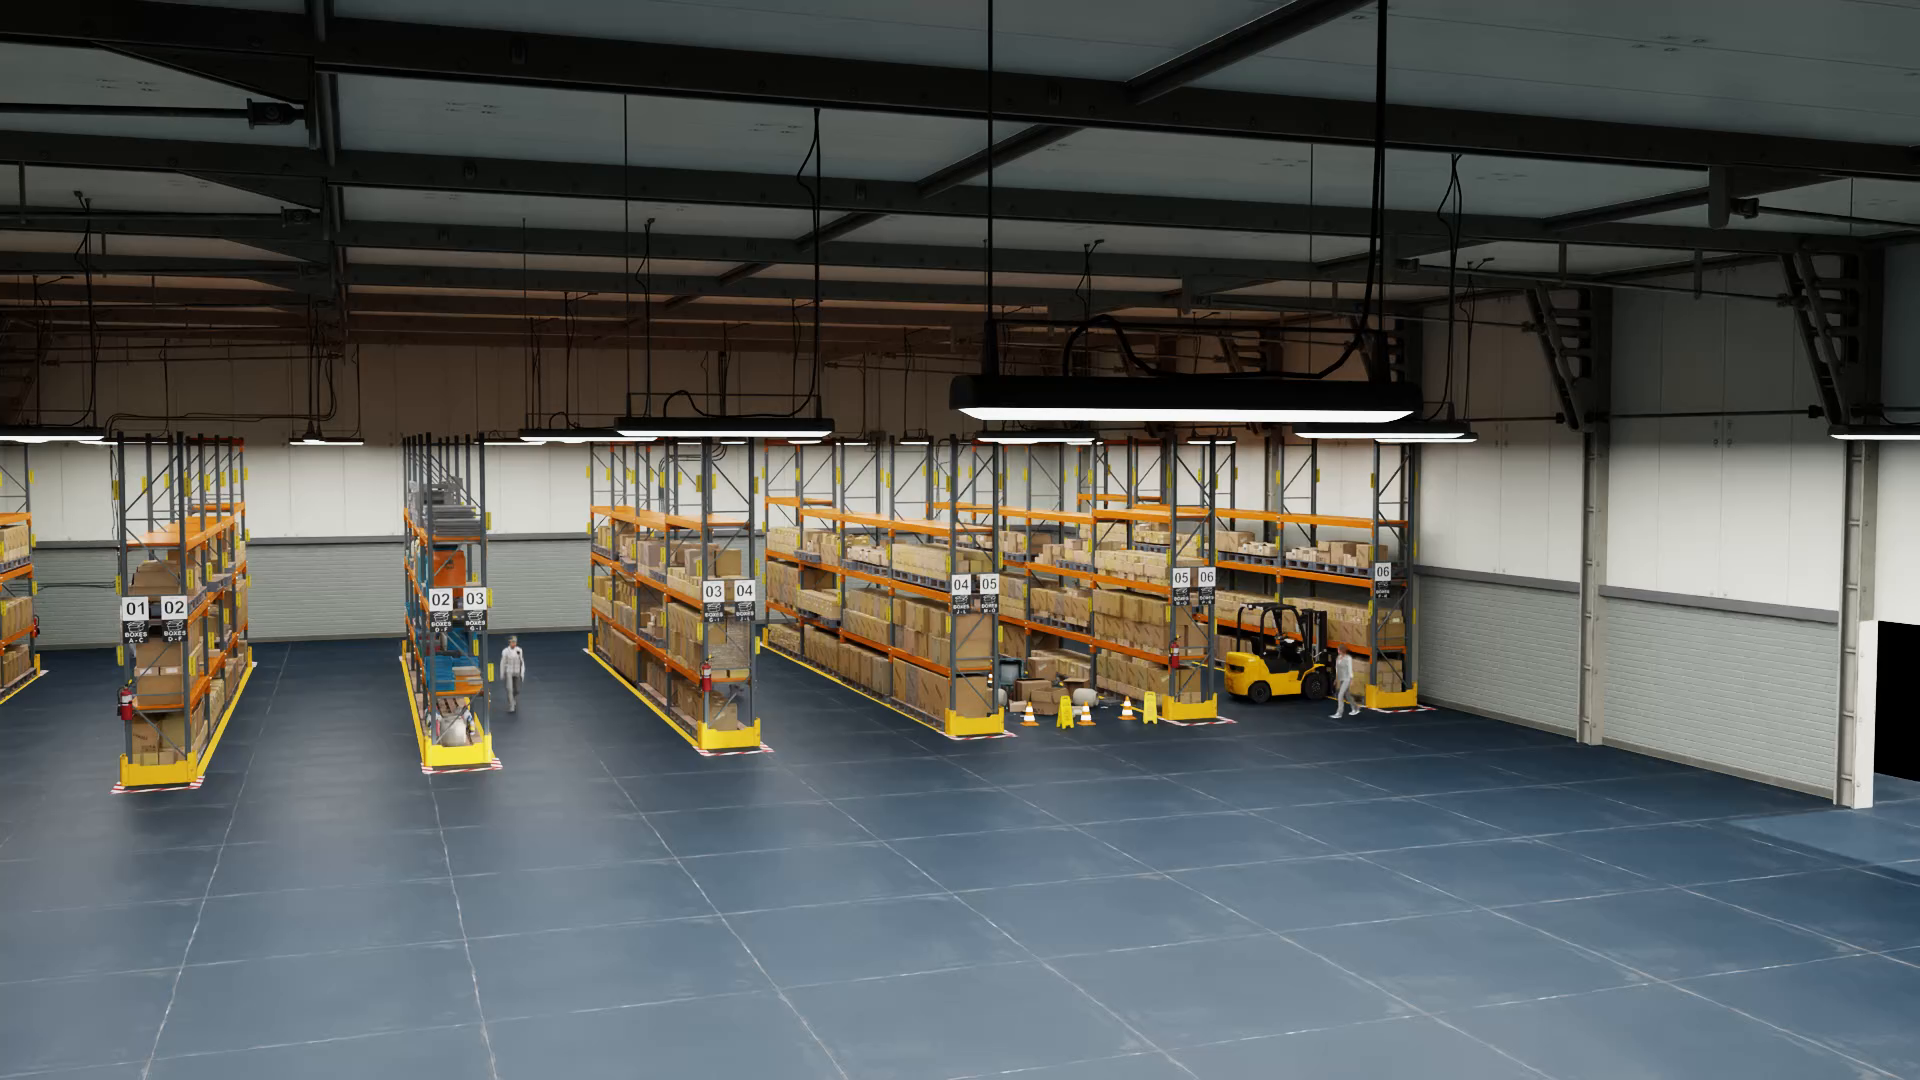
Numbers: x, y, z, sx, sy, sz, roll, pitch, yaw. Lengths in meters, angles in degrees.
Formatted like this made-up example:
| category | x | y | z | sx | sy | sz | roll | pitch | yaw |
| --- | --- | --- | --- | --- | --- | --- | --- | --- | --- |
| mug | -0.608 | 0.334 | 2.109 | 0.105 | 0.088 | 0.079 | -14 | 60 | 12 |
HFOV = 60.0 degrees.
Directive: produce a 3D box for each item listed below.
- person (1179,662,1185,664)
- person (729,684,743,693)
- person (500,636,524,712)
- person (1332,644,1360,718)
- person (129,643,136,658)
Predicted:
| category | x | y | z | sx | sy | sz | roll | pitch | yaw |
| --- | --- | --- | --- | --- | --- | --- | --- | --- | --- |
| person | 5.181 | 2.740 | 39.289 | 0.462 | 1.715 | 0.595 | -1 | 3 | -23 |
| person | -5.324 | 2.797 | 38.860 | 0.477 | 1.553 | 0.518 | 0 | 3 | -8 |
| person | -9.777 | 2.888 | 36.281 | 0.516 | 1.633 | 0.929 | -2 | 4 | -34 |
| person | 8.192 | 2.979 | 35.320 | 0.774 | 1.560 | 0.446 | -1 | 3 | -16 |
| person | -22.508 | 2.388 | 45.273 | 0.806 | 1.625 | 0.483 | 1 | 3 | 18 |
